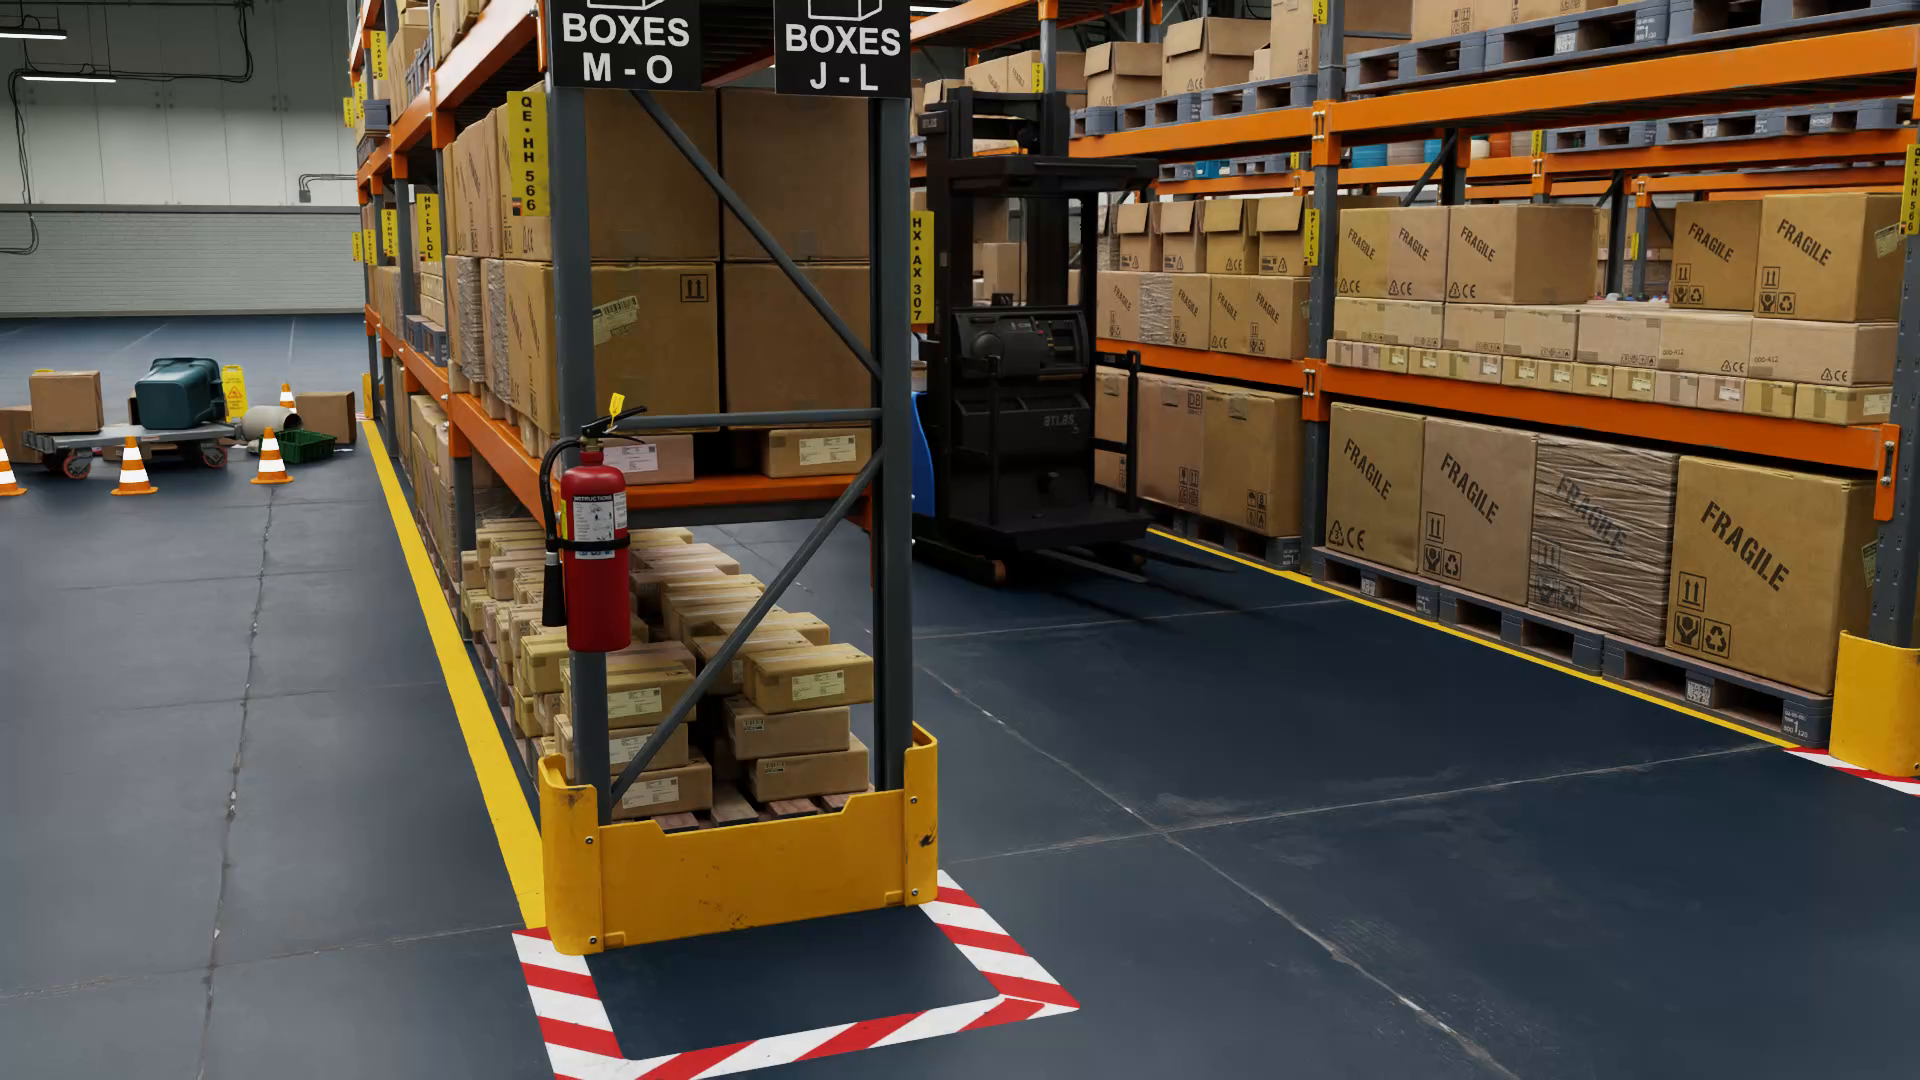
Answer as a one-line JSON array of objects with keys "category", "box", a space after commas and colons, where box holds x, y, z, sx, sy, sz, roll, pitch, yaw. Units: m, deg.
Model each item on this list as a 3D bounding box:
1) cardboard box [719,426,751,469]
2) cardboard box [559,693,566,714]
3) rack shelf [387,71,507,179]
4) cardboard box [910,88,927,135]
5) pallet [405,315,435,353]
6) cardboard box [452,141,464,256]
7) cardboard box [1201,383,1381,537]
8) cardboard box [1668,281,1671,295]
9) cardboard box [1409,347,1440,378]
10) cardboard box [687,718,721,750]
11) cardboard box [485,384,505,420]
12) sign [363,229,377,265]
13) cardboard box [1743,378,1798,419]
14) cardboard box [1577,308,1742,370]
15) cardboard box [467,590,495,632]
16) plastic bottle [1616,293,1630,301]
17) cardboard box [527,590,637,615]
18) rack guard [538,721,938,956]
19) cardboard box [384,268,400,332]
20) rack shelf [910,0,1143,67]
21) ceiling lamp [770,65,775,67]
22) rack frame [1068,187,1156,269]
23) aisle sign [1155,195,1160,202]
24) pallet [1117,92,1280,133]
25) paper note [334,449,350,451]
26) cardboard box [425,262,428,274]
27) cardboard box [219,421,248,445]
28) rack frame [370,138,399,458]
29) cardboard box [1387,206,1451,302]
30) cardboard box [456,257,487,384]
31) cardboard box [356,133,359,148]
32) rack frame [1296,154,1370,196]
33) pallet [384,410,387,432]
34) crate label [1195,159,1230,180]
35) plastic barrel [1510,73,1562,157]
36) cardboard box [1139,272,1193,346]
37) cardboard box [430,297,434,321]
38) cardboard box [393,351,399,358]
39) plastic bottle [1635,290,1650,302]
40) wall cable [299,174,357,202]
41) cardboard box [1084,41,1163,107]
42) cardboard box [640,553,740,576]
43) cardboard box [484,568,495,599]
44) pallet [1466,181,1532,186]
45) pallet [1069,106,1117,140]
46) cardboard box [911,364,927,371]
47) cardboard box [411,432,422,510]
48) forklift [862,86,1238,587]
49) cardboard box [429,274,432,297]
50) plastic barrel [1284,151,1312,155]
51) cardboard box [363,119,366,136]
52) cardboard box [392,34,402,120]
[{"category": "cardboard box", "box": [-0.572, -0.328, 5.416, 0.380, 0.149, 0.250, -3, 11, -19]}, {"category": "cardboard box", "box": [-1.132, 0.597, 5.590, 0.380, 0.149, 0.250, -4, 11, -22]}, {"category": "rack shelf", "box": [-2.804, -2.441, 10.067, 1.077, 0.370, 4.000, -4, 11, -21]}, {"category": "cardboard box", "box": [-0.241, -4.247, 16.674, 0.797, 0.503, 0.637, -4, 11, -24]}, {"category": "pallet", "box": [-3.171, -1.441, 11.503, 1.213, 0.211, 1.003, -4, 11, -21]}, {"category": "cardboard box", "box": [-1.941, -1.507, 7.338, 0.500, 0.500, 0.500, -4, 11, -23]}, {"category": "cardboard box", "box": [2.330, -0.554, 10.838, 1.225, 0.875, 0.875, -4, 11, -21]}, {"category": "cardboard box", "box": [9.135, -3.073, 20.557, 0.500, 0.250, 0.500, -3, 11, -17]}, {"category": "cardboard box", "box": [2.666, -0.969, 9.017, 0.380, 0.149, 0.250, -4, 11, -22]}, {"category": "cardboard box", "box": [-0.789, 0.674, 6.006, 0.380, 0.149, 0.250, -4, 11, -20]}, {"category": "cardboard box", "box": [-1.759, -0.589, 6.886, 0.380, 0.149, 0.250, -3, 11, -18]}, {"category": "sign", "box": [-5.495, -2.728, 15.491, 0.100, 0.325, 0.005, -4, 11, -21]}, {"category": "cardboard box", "box": [3.498, -0.593, 6.907, 0.380, 0.149, 0.250, -4, 11, -20]}, {"category": "cardboard box", "box": [3.239, -0.938, 7.708, 0.500, 0.250, 0.500, -4, 11, -23]}, {"category": "cardboard box", "box": [-2.150, 0.328, 7.952, 0.380, 0.149, 0.250, -4, 11, -19]}, {"category": "plastic bottle", "box": [5.776, -2.009, 14.480, 0.061, 0.283, 0.133, -4, 11, -21]}, {"category": "cardboard box", "box": [-1.484, 0.279, 6.529, 0.380, 0.149, 0.250, -4, 11, -23]}, {"category": "rack guard", "box": [-0.657, 0.879, 5.050, 1.175, 0.500, 0.348, -4, 11, -21]}, {"category": "cardboard box", "box": [-4.492, -1.997, 13.797, 0.500, 0.500, 0.500, -4, 11, -20]}, {"category": "rack shelf", "box": [0.406, -4.672, 15.187, 1.077, 0.370, 4.000, -4, 11, -21]}, {"category": "ceiling lamp", "box": [-4.493, -11.959, 36.286, 2.000, 3.185, 0.800, -4, 11, -21]}, {"category": "rack frame", "box": [1.131, -1.943, 13.779, 1.000, 3.000, 0.127, -4, 11, -21]}, {"category": "aisle sign", "box": [2.549, -4.836, 22.621, 0.394, 0.787, 0.004, -4, 11, -21]}, {"category": "pallet", "box": [1.822, -3.043, 11.936, 1.003, 0.211, 1.213, -3, 11, -18]}, {"category": "paper note", "box": [-6.066, -0.889, 16.327, 0.142, 0.020, 0.147, 5, 11, 28]}, {"category": "cardboard box", "box": [-3.357, -1.849, 11.070, 0.380, 0.149, 0.250, -4, 11, -21]}, {"category": "cardboard box", "box": [-7.318, -1.115, 16.932, 0.396, 0.266, 0.258, -2, 10, -11]}, {"category": "rack frame", "box": [-4.978, -2.298, 15.773, 1.000, 3.000, 0.127, -4, 11, -21]}, {"category": "cardboard box", "box": [2.687, -1.557, 9.045, 0.500, 0.500, 0.500, -4, 11, -21]}, {"category": "cardboard box", "box": [-1.800, -0.926, 6.926, 0.500, 0.500, 0.500, -4, 11, -22]}, {"category": "cardboard box", "box": [-6.509, -4.442, 18.494, 0.380, 0.149, 0.250, -4, 11, -20]}, {"category": "rack frame", "box": [4.298, -2.910, 19.217, 1.000, 3.000, 0.127, -4, 11, -21]}, {"category": "pallet", "box": [-5.627, -1.253, 17.864, 1.003, 0.211, 1.213, -4, 11, -21]}, {"category": "crate label", "box": [3.218, -4.640, 20.802, 0.502, 0.251, 0.408, -4, 11, -21]}, {"category": "plastic barrel", "box": [5.652, -4.129, 16.071, 0.600, 0.901, 0.600, 0, 10, 0]}, {"category": "cardboard box", "box": [1.611, -1.647, 11.827, 0.500, 0.500, 0.500, -4, 11, -21]}, {"category": "cardboard box", "box": [-3.260, -1.510, 10.864, 0.380, 0.149, 0.250, -3, 11, -18]}, {"category": "cardboard box", "box": [-5.141, -1.566, 16.524, 0.875, 0.875, 0.875, -4, 11, -20]}, {"category": "plastic bottle", "box": [6.291, -2.161, 15.337, 0.061, 0.283, 0.133, -4, 11, -21]}, {"category": "wall cable", "box": [-18.070, -12.823, 48.103, 2.305, 6.003, 0.169, -4, 11, -21]}, {"category": "cardboard box", "box": [1.419, -3.583, 12.937, 0.797, 0.503, 0.637, -3, 11, -18]}, {"category": "cardboard box", "box": [-1.167, 0.162, 7.188, 0.380, 0.149, 0.250, -4, 11, -23]}, {"category": "cardboard box", "box": [-2.071, 0.173, 7.972, 0.380, 0.149, 0.250, -4, 11, -20]}, {"category": "pallet", "box": [7.698, -5.193, 23.738, 1.003, 0.211, 1.213, -4, 11, -21]}, {"category": "pallet", "box": [1.413, -3.225, 12.961, 1.213, 0.211, 1.003, -3, 11, -18]}, {"category": "cardboard box", "box": [-0.426, -1.640, 18.013, 0.500, 0.500, 0.500, -4, 11, -23]}, {"category": "cardboard box", "box": [-3.510, -0.489, 11.544, 0.500, 0.500, 0.500, -4, 11, -23]}, {"category": "forklift", "box": [0.498, -1.257, 10.116, 1.130, 2.935, 3.031, -6, 12, -29]}, {"category": "cardboard box", "box": [-3.249, -1.654, 10.823, 0.380, 0.149, 0.250, -4, 11, -21]}, {"category": "plastic barrel", "box": [4.037, -5.010, 19.825, 0.600, 0.901, 0.708, -4, 11, -21]}, {"category": "cardboard box", "box": [-5.687, -4.071, 16.409, 0.380, 0.149, 0.250, -4, 11, -21]}, {"category": "cardboard box", "box": [-3.382, -2.980, 10.756, 0.500, 0.500, 0.500, -4, 11, -21]}]
